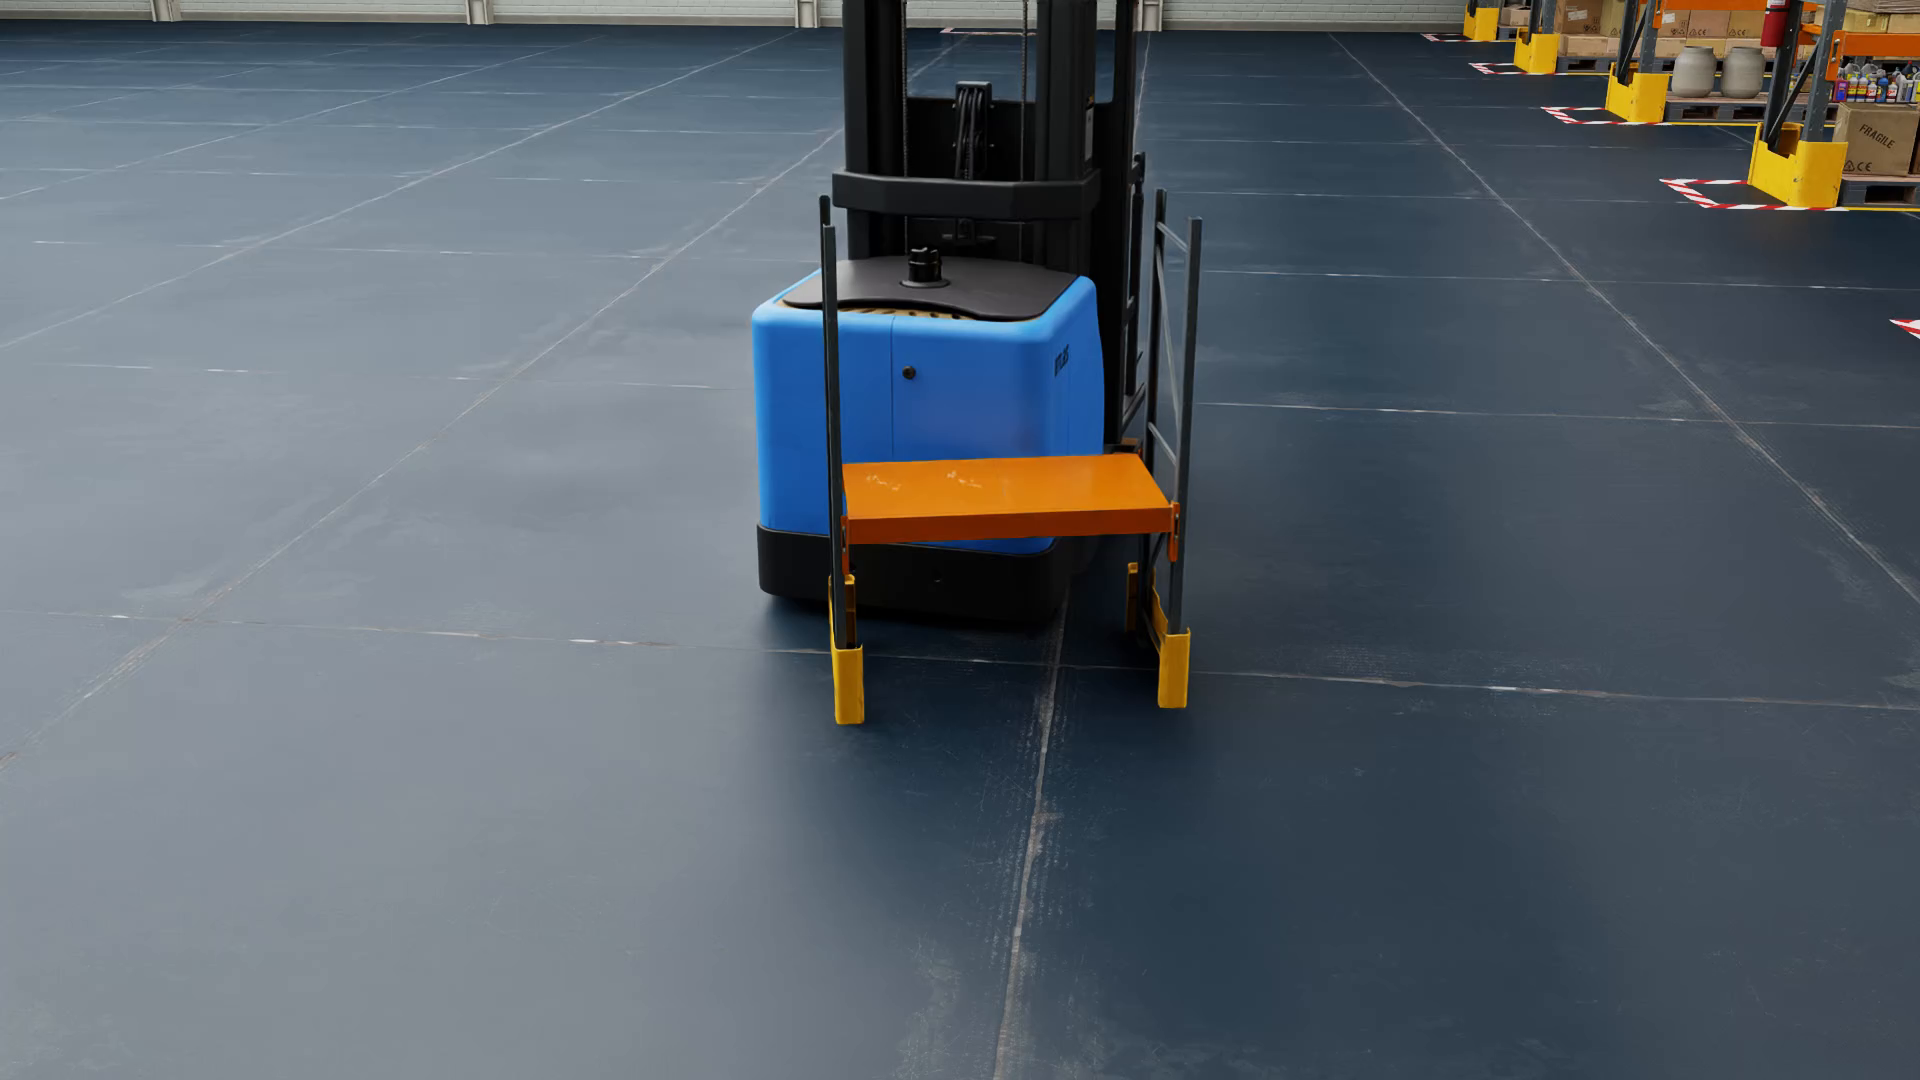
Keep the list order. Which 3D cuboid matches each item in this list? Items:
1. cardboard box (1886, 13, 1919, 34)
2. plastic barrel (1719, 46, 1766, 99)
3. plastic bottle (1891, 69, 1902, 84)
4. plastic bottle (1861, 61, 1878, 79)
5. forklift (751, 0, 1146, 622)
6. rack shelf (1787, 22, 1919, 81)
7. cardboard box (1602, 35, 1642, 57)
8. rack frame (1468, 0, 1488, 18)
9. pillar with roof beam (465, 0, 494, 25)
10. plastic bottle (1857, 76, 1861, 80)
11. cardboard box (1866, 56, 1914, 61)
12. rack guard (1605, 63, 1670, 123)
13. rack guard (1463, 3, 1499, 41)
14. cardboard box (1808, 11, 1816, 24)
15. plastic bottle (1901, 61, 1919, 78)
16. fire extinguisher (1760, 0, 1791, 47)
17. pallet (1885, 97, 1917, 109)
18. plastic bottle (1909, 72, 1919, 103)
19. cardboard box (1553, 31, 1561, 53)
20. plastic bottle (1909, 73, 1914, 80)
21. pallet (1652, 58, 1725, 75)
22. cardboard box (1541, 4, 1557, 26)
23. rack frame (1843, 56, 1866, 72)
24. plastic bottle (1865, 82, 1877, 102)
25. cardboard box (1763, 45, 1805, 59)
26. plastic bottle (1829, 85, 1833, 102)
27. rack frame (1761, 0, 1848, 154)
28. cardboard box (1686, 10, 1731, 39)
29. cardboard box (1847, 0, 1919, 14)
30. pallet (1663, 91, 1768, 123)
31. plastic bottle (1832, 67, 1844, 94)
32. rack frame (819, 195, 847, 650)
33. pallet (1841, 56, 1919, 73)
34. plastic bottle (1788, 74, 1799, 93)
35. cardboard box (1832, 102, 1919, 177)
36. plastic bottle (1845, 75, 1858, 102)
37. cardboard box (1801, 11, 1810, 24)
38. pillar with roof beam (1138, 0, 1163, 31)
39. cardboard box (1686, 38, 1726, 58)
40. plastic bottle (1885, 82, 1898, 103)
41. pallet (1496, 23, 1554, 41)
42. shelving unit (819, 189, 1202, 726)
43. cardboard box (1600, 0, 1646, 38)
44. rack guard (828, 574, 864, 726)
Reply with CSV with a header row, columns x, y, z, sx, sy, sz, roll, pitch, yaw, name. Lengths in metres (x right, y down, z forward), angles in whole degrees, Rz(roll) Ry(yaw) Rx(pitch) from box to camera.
x,y,z,sx,sy,sz,roll,pitch,yaw,name
7.193,-3.979,12.766,0.250,0.149,0.380,2,22,6,cardboard box
8.435,-5.037,17.914,0.421,0.512,0.421,0,22,0,plastic barrel
10.157,-4.971,18.047,0.097,0.271,0.097,0,22,0,plastic bottle
9.885,-5.034,18.098,0.185,0.351,0.144,2,22,6,plastic bottle
0.174,-1.599,6.498,1.130,2.935,3.031,6,22,14,forklift
8.678,-3.792,12.930,4.000,0.370,1.077,2,22,6,rack shelf
8.865,-6.622,22.277,0.500,0.250,0.500,2,22,6,cardboard box
8.441,-9.638,26.740,0.127,3.000,1.000,2,22,6,rack frame
-9.144,-11.921,24.353,0.400,9.000,9.100,2,22,6,pillar with roof beam
9.729,-4.927,18.029,0.097,0.201,0.097,0,22,0,plastic bottle
12.205,-6.465,21.882,0.500,0.250,0.500,2,22,5,cardboard box
7.356,-4.873,18.085,0.348,0.500,1.175,2,22,6,rack guard
8.516,-8.473,27.191,0.348,0.500,1.175,2,22,6,rack guard
11.410,-7.056,22.357,0.500,0.500,0.500,2,22,6,cardboard box
10.307,-5.016,18.051,0.185,0.351,0.144,2,22,4,plastic bottle
6.633,-4.350,13.469,0.183,0.674,0.296,2,22,6,fire extinguisher
10.585,-4.596,17.778,1.213,0.211,1.003,2,22,6,pallet
10.062,-4.766,17.420,0.185,0.351,0.144,2,22,6,plastic bottle
8.429,-6.831,22.807,0.500,0.250,0.500,2,22,6,cardboard box
10.049,-4.773,17.529,0.133,0.283,0.061,2,22,6,plastic bottle
9.834,-6.462,22.496,1.213,0.211,1.003,2,22,6,pallet
9.684,-8.505,26.932,0.500,0.311,0.500,4,22,11,cardboard box
11.834,-7.657,21.727,0.127,3.000,1.000,2,22,6,rack frame
9.577,-4.709,17.479,0.097,0.201,0.097,0,22,0,plastic bottle
10.852,-6.539,22.068,0.500,0.250,0.500,2,22,6,cardboard box
9.142,-4.728,17.527,0.097,0.201,0.097,0,22,0,plastic bottle
6.692,-4.213,13.017,0.127,3.000,1.000,2,22,6,rack frame
9.857,-6.925,22.024,0.500,0.500,0.500,2,22,6,cardboard box
7.235,-4.364,12.858,0.500,0.500,0.875,2,22,6,cardboard box
8.162,-4.701,18.045,1.213,0.211,1.003,2,22,6,pallet
9.535,-5.013,18.146,0.135,0.276,0.152,2,22,5,plastic bottle
-0.380,-0.244,5.016,0.032,1.500,0.500,-2,22,-6,rack frame
12.570,-6.342,22.195,1.213,0.211,1.003,2,22,6,pallet
9.150,-5.005,18.228,0.097,0.201,0.097,0,22,0,plastic bottle
7.310,-3.213,13.315,0.500,0.500,0.500,7,23,16,cardboard box
9.379,-4.750,17.488,0.097,0.271,0.097,0,22,0,plastic bottle
10.852,-6.888,21.932,0.500,0.500,0.500,2,22,6,cardboard box
2.773,-11.402,23.040,0.400,9.000,9.100,2,22,6,pillar with roof beam
9.857,-6.576,22.163,0.500,0.250,0.500,2,22,6,cardboard box
9.781,-4.700,17.456,0.097,0.201,0.097,0,22,0,plastic bottle
9.319,-8.290,27.123,1.213,0.211,1.003,2,22,6,pallet
0.135,-0.264,5.066,1.083,1.500,0.587,-2,22,-6,shelving unit
8.865,-6.970,22.138,0.500,0.500,0.500,2,22,6,cardboard box
-0.361,0.337,5.248,0.087,0.250,0.587,-2,22,-6,rack guard
